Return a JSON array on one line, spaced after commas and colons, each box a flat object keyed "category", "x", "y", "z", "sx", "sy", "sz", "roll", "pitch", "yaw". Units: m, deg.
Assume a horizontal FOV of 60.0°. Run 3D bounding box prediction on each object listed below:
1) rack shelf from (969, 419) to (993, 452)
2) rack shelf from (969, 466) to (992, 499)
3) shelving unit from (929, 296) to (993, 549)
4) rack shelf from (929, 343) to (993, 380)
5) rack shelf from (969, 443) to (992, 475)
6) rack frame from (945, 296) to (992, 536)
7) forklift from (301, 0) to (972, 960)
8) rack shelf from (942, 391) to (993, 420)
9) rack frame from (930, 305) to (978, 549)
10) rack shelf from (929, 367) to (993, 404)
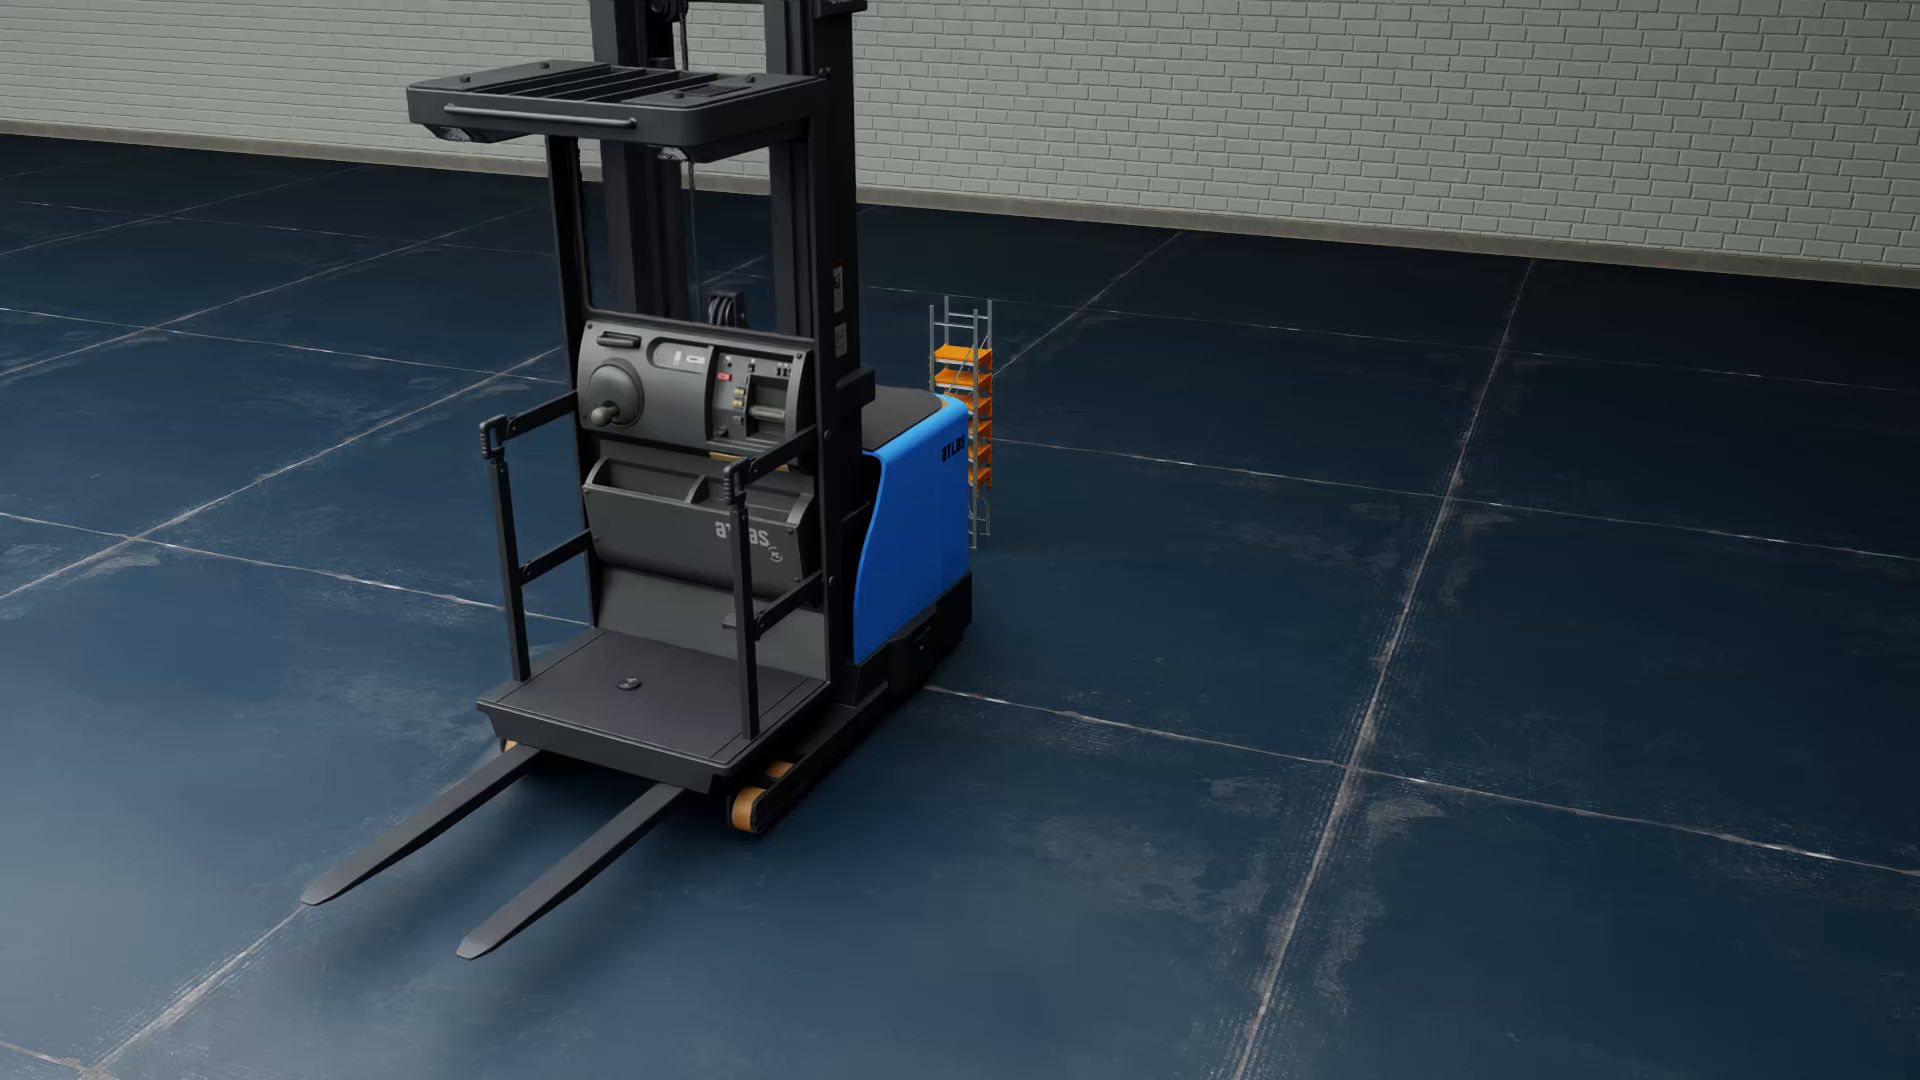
[{"category": "rack shelf", "x": 0.005, "y": -0.518, "z": 8.048, "sx": 0.258, "sy": 0.103, "sz": 0.180, "roll": 9, "pitch": 24, "yaw": 20}, {"category": "rack shelf", "x": 0.005, "y": -0.296, "z": 8.141, "sx": 0.258, "sy": 0.103, "sz": 0.180, "roll": 9, "pitch": 24, "yaw": 20}, {"category": "shelving unit", "x": 0.005, "y": -0.559, "z": 8.031, "sx": 0.258, "sy": 1.200, "sz": 0.189, "roll": 9, "pitch": 24, "yaw": 20}, {"category": "rack shelf", "x": 0.005, "y": -0.850, "z": 7.910, "sx": 0.258, "sy": 0.103, "sz": 0.180, "roll": 9, "pitch": 24, "yaw": 20}, {"category": "rack shelf", "x": 0.005, "y": -0.407, "z": 8.095, "sx": 0.258, "sy": 0.103, "sz": 0.180, "roll": 9, "pitch": 24, "yaw": 20}, {"category": "rack frame", "x": 0.039, "y": -0.592, "z": 8.110, "sx": 0.240, "sy": 1.200, "sz": 0.006, "roll": 9, "pitch": 24, "yaw": 20}, {"category": "forklift", "x": -1.046, "y": -0.521, "z": 5.695, "sx": 1.130, "sy": 2.935, "sz": 3.031, "roll": 11, "pitch": 25, "yaw": 24}, {"category": "rack shelf", "x": 0.005, "y": -0.629, "z": 8.002, "sx": 0.258, "sy": 0.103, "sz": 0.180, "roll": 9, "pitch": 24, "yaw": 20}, {"category": "rack frame", "x": -0.029, "y": -0.526, "z": 7.953, "sx": 0.240, "sy": 1.200, "sz": 0.006, "roll": 9, "pitch": 24, "yaw": 20}, {"category": "rack shelf", "x": 0.005, "y": -0.739, "z": 7.956, "sx": 0.258, "sy": 0.103, "sz": 0.180, "roll": 9, "pitch": 24, "yaw": 20}]
